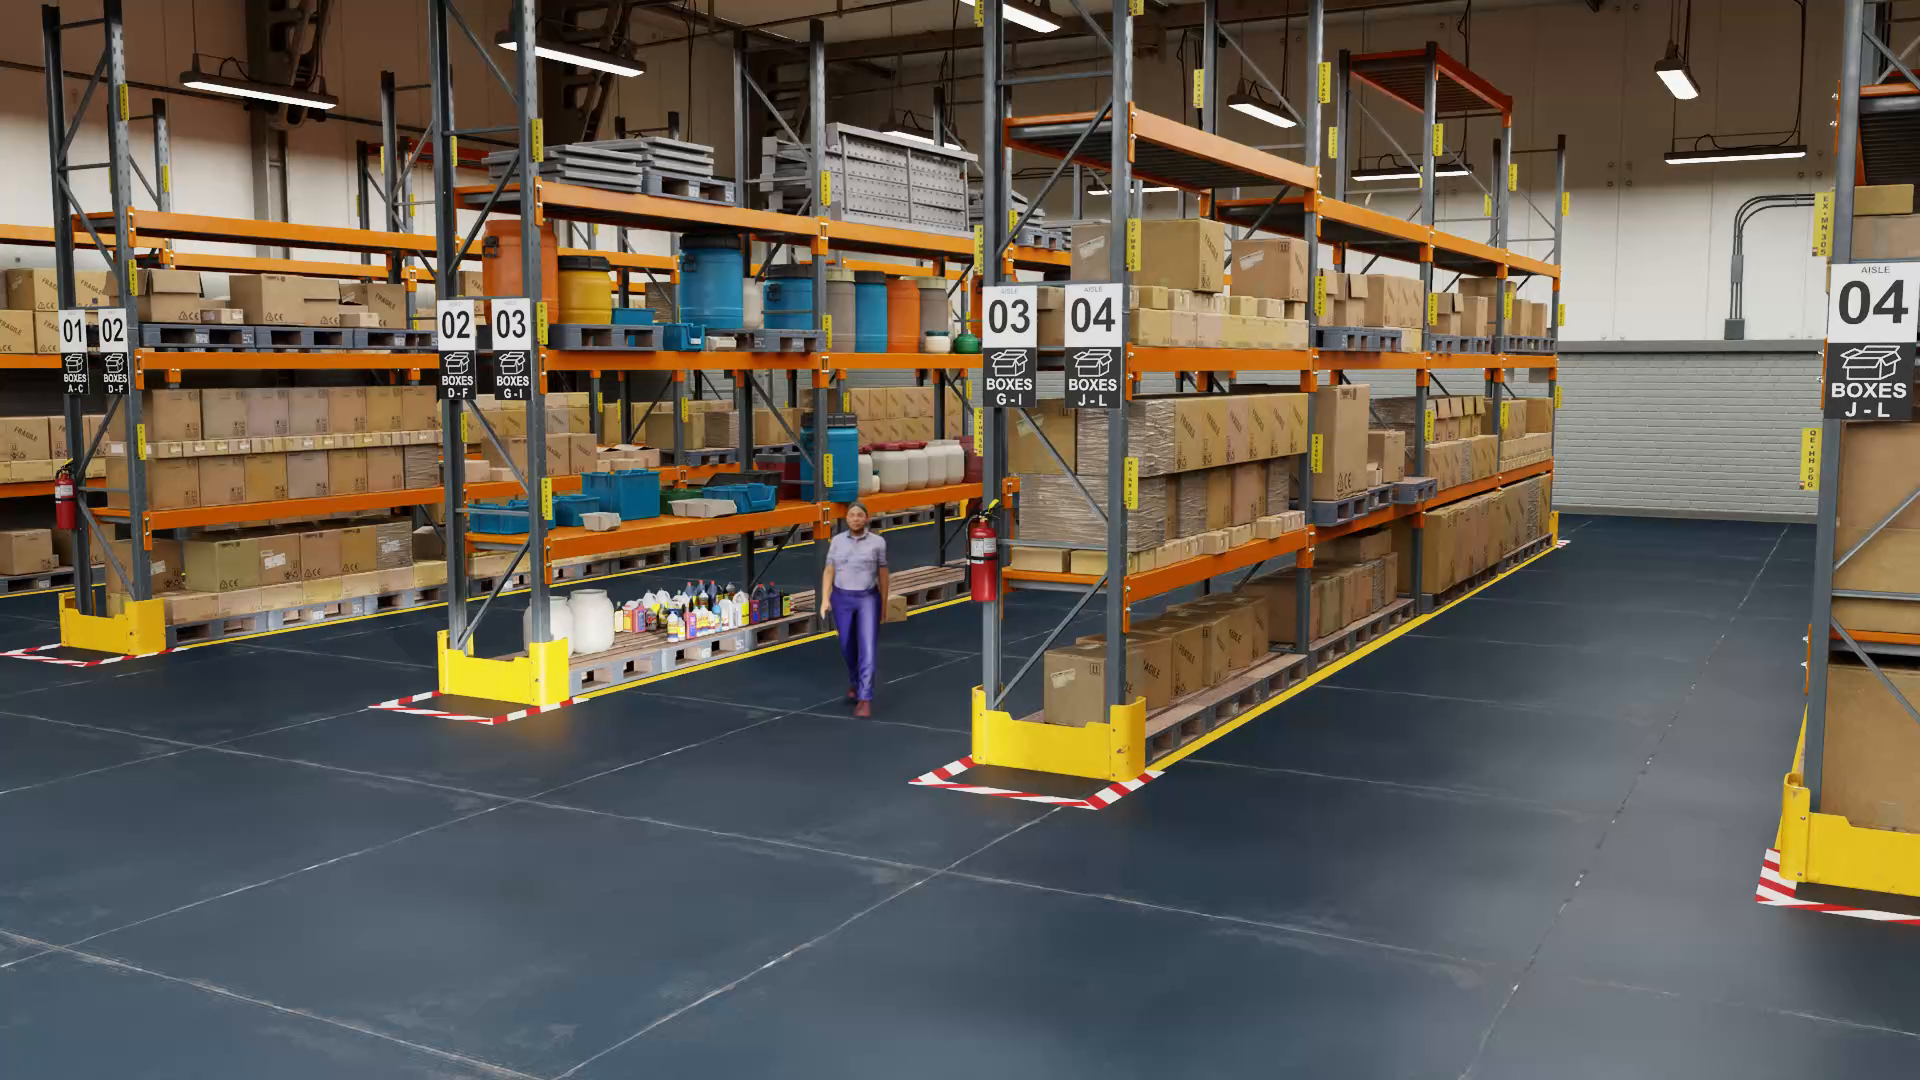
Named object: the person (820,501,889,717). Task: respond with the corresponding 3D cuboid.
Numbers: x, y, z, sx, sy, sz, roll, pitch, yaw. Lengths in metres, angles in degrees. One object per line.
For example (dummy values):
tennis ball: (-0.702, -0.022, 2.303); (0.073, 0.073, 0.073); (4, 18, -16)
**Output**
person: (-0.825, 0.500, 12.930); (0.495, 1.598, 0.943); (1, 6, 9)
